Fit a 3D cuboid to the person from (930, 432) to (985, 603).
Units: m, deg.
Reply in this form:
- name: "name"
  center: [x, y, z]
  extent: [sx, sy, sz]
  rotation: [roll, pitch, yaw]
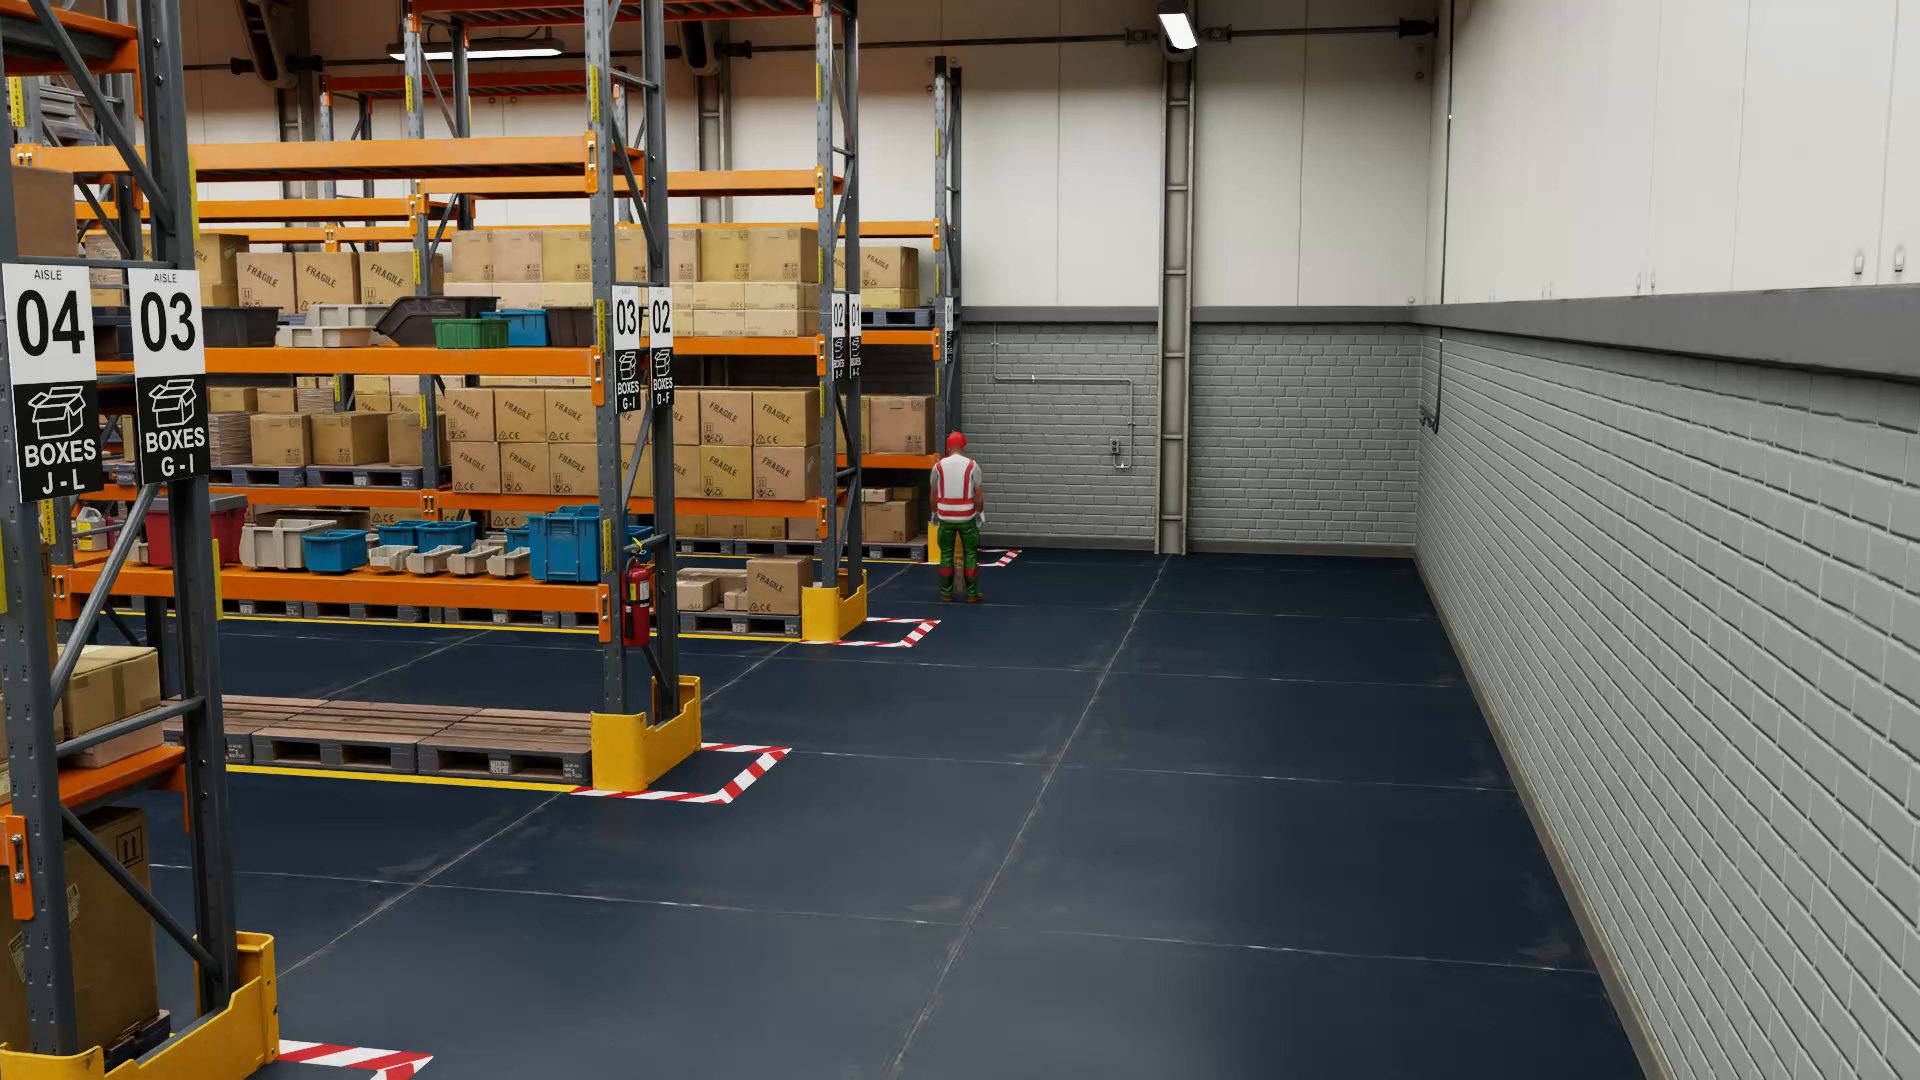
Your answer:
- name: "person"
  center: [-0.025, -0.238, 17.477]
  extent: [0.574, 1.781, 0.438]
  rotation: [1, 8, 9]
